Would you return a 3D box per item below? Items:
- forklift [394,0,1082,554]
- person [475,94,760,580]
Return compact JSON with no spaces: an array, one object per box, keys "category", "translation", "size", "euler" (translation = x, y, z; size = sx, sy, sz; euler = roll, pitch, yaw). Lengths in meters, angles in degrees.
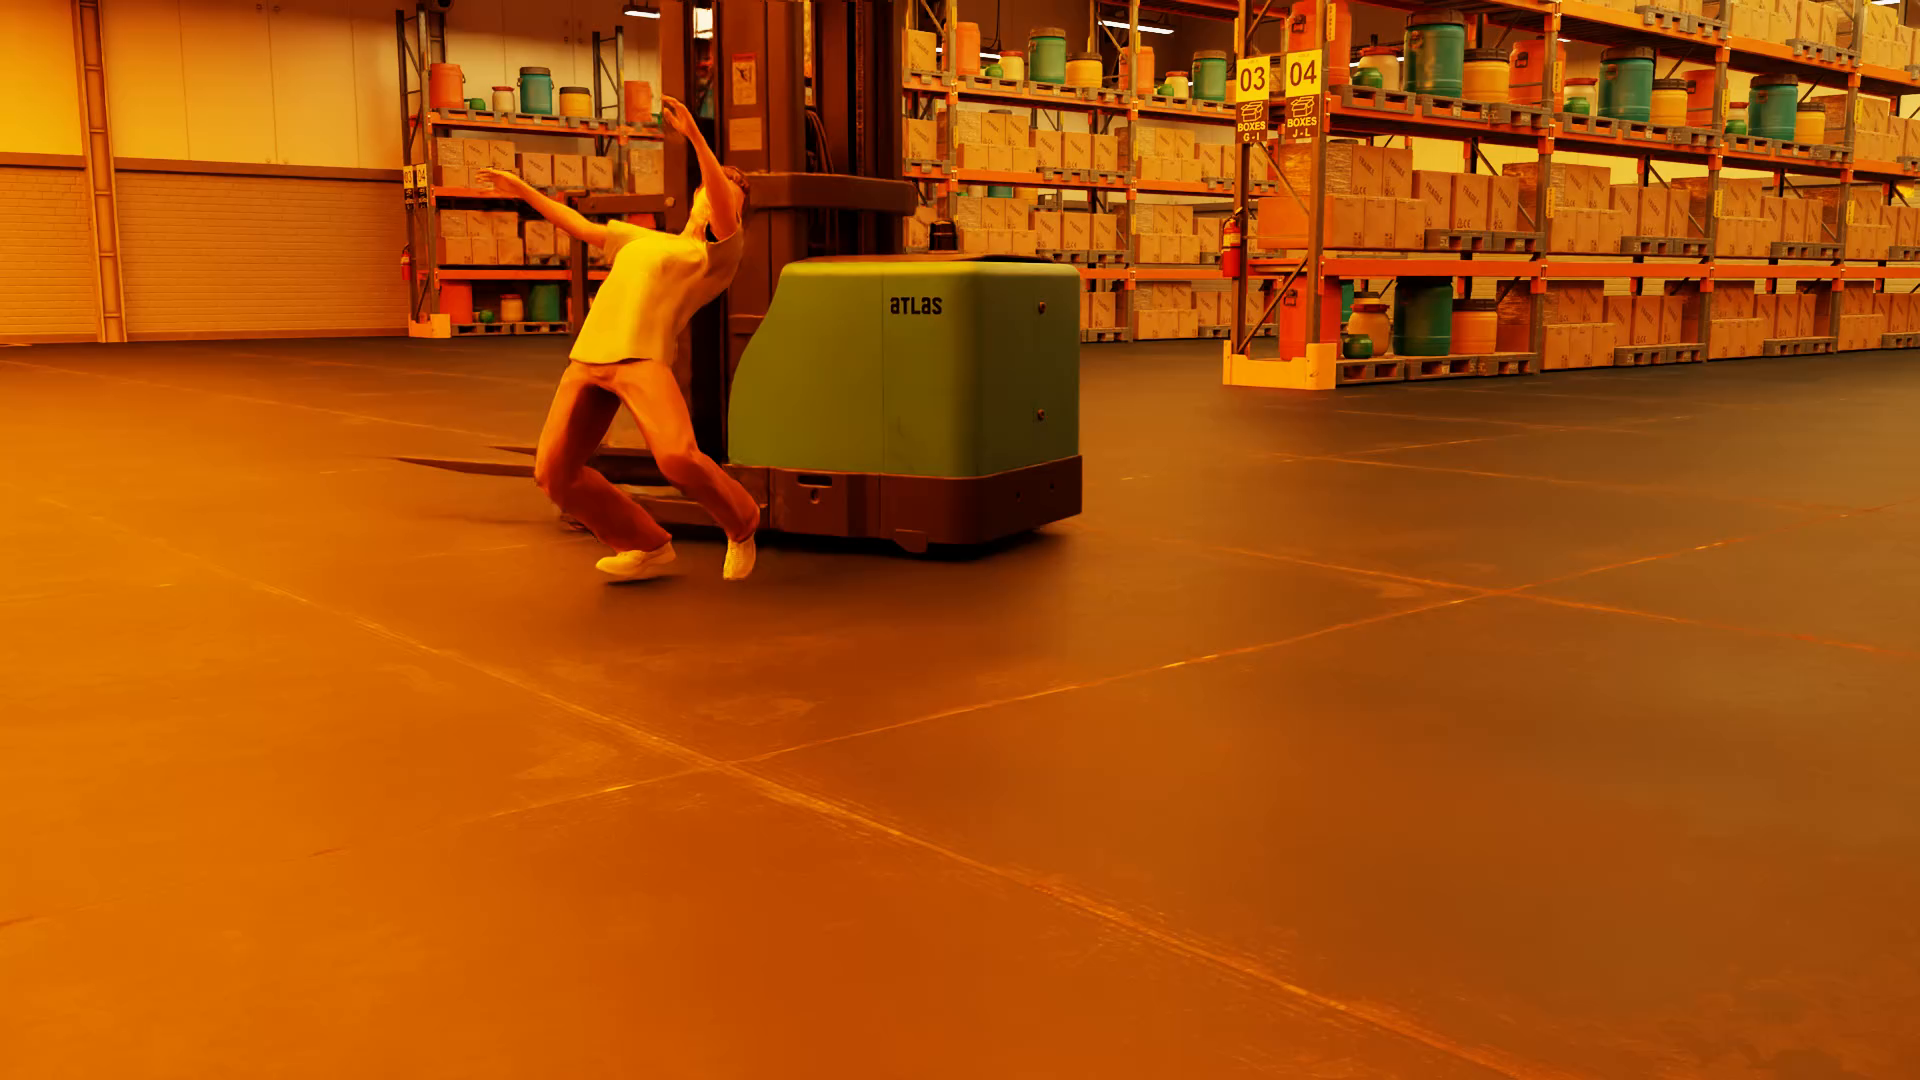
[{"category":"forklift","translation":[-1.049,-1.534,6.866],"size":[3.031,2.935,1.130],"euler":[5,10,28]},{"category":"person","translation":[-1.081,-0.647,5.532],"size":[0.941,1.549,0.659],"euler":[5,10,29]}]
